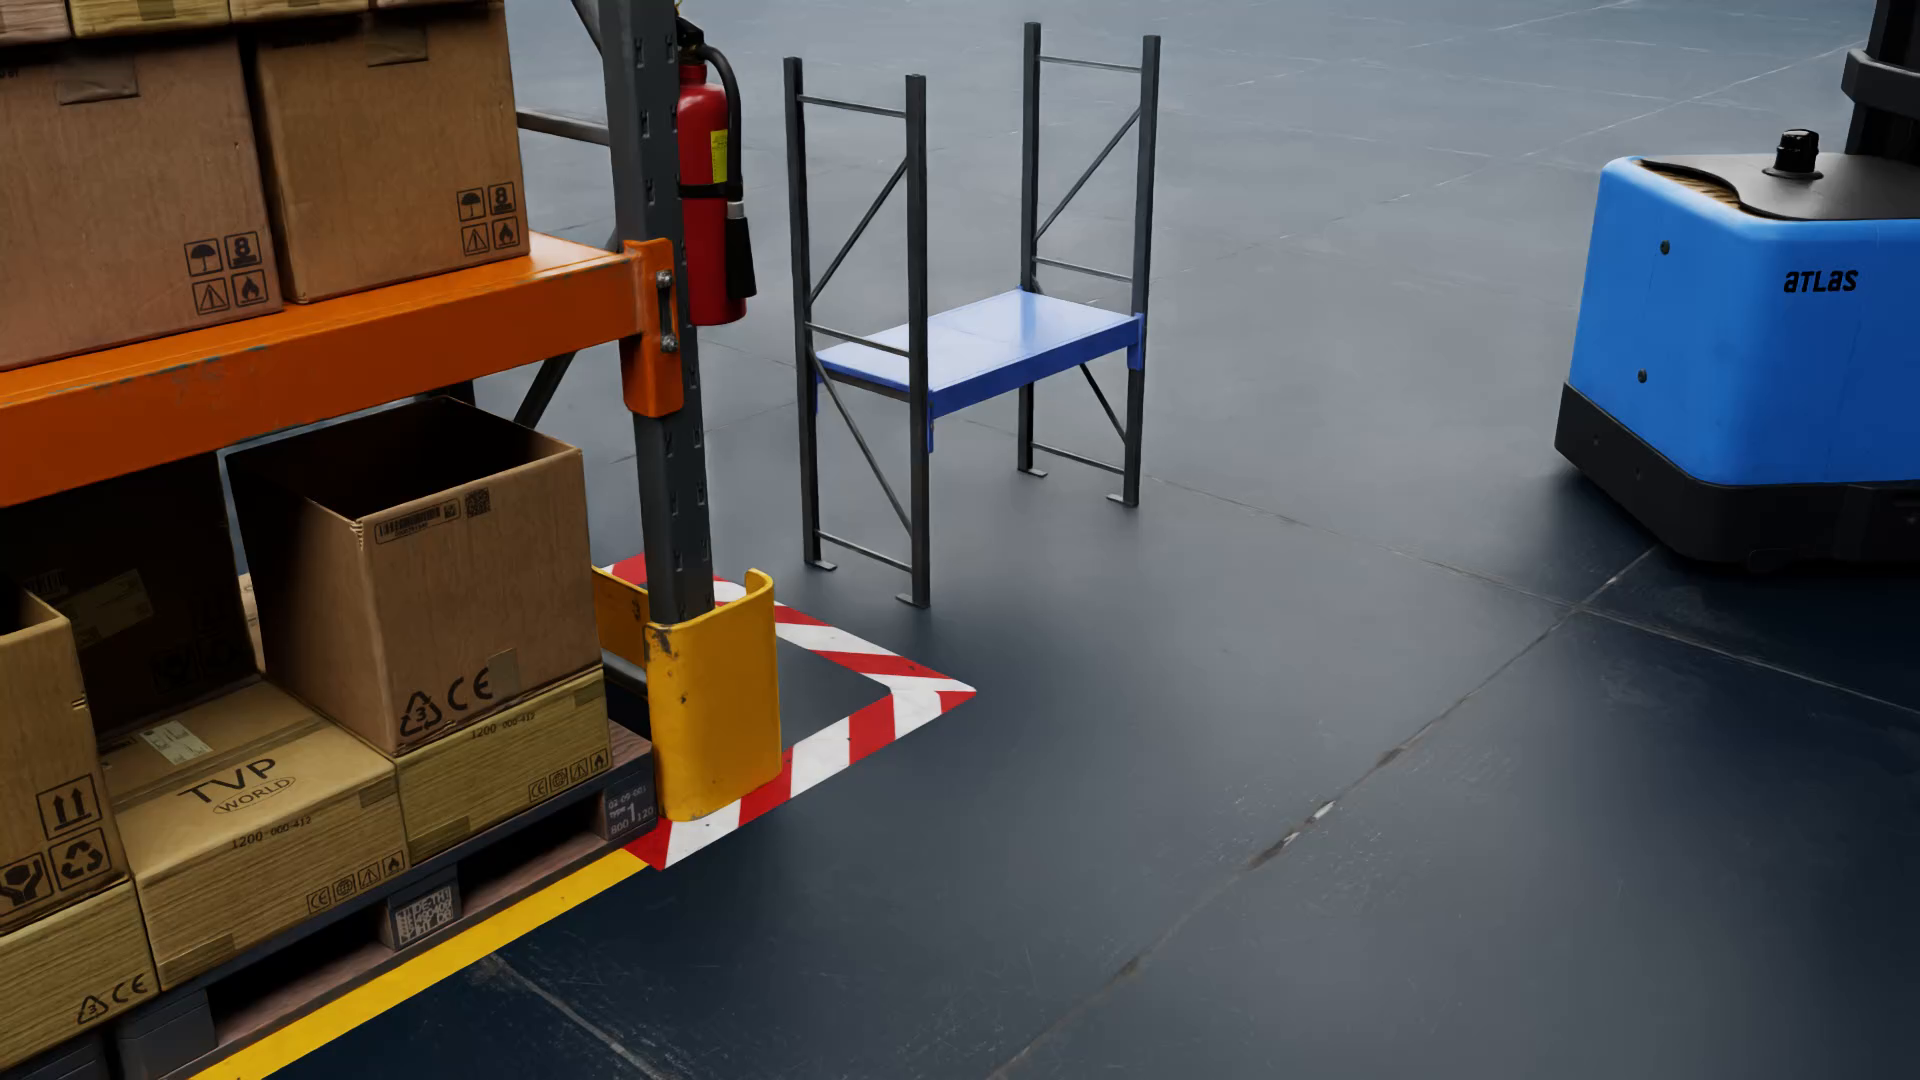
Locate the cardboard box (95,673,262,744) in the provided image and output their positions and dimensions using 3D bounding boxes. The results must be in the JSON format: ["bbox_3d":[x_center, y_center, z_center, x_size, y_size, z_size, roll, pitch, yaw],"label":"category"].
[{"bbox_3d":[-1.822,0.403,3.532,0.500,0.250,0.500,20,31,38],"label":"cardboard box"}]

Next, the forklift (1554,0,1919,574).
[{"bbox_3d":[3.616,-1.469,4.944,3.031,2.935,1.130,-2,24,-5],"label":"forklift"}]

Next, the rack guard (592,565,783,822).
[{"bbox_3d":[-0.952,0.217,4.154,1.175,0.500,0.348,20,31,38],"label":"rack guard"}]

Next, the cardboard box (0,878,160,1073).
[{"bbox_3d":[-1.763,0.700,2.871,0.500,0.250,0.500,20,31,38],"label":"cardboard box"}]

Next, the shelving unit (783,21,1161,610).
[{"bbox_3d":[0.057,-0.710,5.001,0.538,1.500,1.048,20,31,38],"label":"shelving unit"}]

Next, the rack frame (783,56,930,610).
[{"bbox_3d":[-0.282,-0.555,4.656,0.500,1.500,0.032,20,31,38],"label":"rack frame"}]

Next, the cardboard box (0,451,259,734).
[{"bbox_3d":[-1.823,0.060,3.380,0.500,0.500,0.500,20,31,38],"label":"cardboard box"}]

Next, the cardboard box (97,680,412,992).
[{"bbox_3d":[-1.430,0.547,3.212,0.500,0.250,0.500,20,31,38],"label":"cardboard box"}]

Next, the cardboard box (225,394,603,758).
[{"bbox_3d":[-1.104,0.050,3.404,0.500,0.500,0.500,20,31,38],"label":"cardboard box"}]

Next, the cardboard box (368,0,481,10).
[{"bbox_3d":[-1.081,-1.089,3.098,0.380,0.149,0.250,20,31,37],"label":"cardboard box"}]

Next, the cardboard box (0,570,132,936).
[{"bbox_3d":[-1.760,0.358,2.716,0.500,0.500,0.500,20,31,38],"label":"cardboard box"}]

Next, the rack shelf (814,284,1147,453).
[{"bbox_3d":[0.057,-0.546,5.075,0.538,0.185,1.000,20,31,38],"label":"rack shelf"}]

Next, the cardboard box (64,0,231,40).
[{"bbox_3d":[-1.425,-0.931,2.745,0.380,0.149,0.250,20,31,37],"label":"cardboard box"}]

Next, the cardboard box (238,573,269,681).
[{"bbox_3d":[-1.491,0.250,3.874,0.500,0.250,0.500,20,31,38],"label":"cardboard box"}]

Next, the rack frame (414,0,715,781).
[{"bbox_3d":[-0.968,-0.916,3.627,1.000,3.000,0.127,20,31,38],"label":"rack frame"}]

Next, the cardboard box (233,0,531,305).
[{"bbox_3d":[-1.289,-0.823,3.297,0.700,0.500,0.500,20,31,38],"label":"cardboard box"}]

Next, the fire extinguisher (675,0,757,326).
[{"bbox_3d":[-0.543,-0.790,3.440,0.296,0.674,0.183,20,31,38],"label":"fire extinguisher"}]

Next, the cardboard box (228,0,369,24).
[{"bbox_3d":[-1.254,-1.009,2.919,0.380,0.149,0.250,21,32,39],"label":"cardboard box"}]

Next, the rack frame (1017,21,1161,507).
[{"bbox_3d":[0.396,-0.865,5.347,0.500,1.500,0.032,20,31,38],"label":"rack frame"}]

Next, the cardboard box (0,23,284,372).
[{"bbox_3d":[-1.636,-0.662,2.937,0.700,0.500,0.500,21,32,39],"label":"cardboard box"}]

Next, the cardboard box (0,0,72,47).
[{"bbox_3d":[-1.595,-0.855,2.576,0.380,0.149,0.250,21,31,38],"label":"cardboard box"}]

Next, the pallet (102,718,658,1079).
[{"bbox_3d":[-1.447,0.601,3.652,1.003,0.211,1.213,20,31,38],"label":"pallet"}]

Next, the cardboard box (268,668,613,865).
[{"bbox_3d":[-1.106,0.391,3.559,0.500,0.250,0.500,20,31,38],"label":"cardboard box"}]

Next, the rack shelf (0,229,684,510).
[{"bbox_3d":[-2.302,0.022,2.415,1.077,0.370,4.000,20,31,38],"label":"rack shelf"}]

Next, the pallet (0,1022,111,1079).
[{"bbox_3d":[-2.261,0.971,2.827,1.003,0.211,1.213,20,31,38],"label":"pallet"}]
